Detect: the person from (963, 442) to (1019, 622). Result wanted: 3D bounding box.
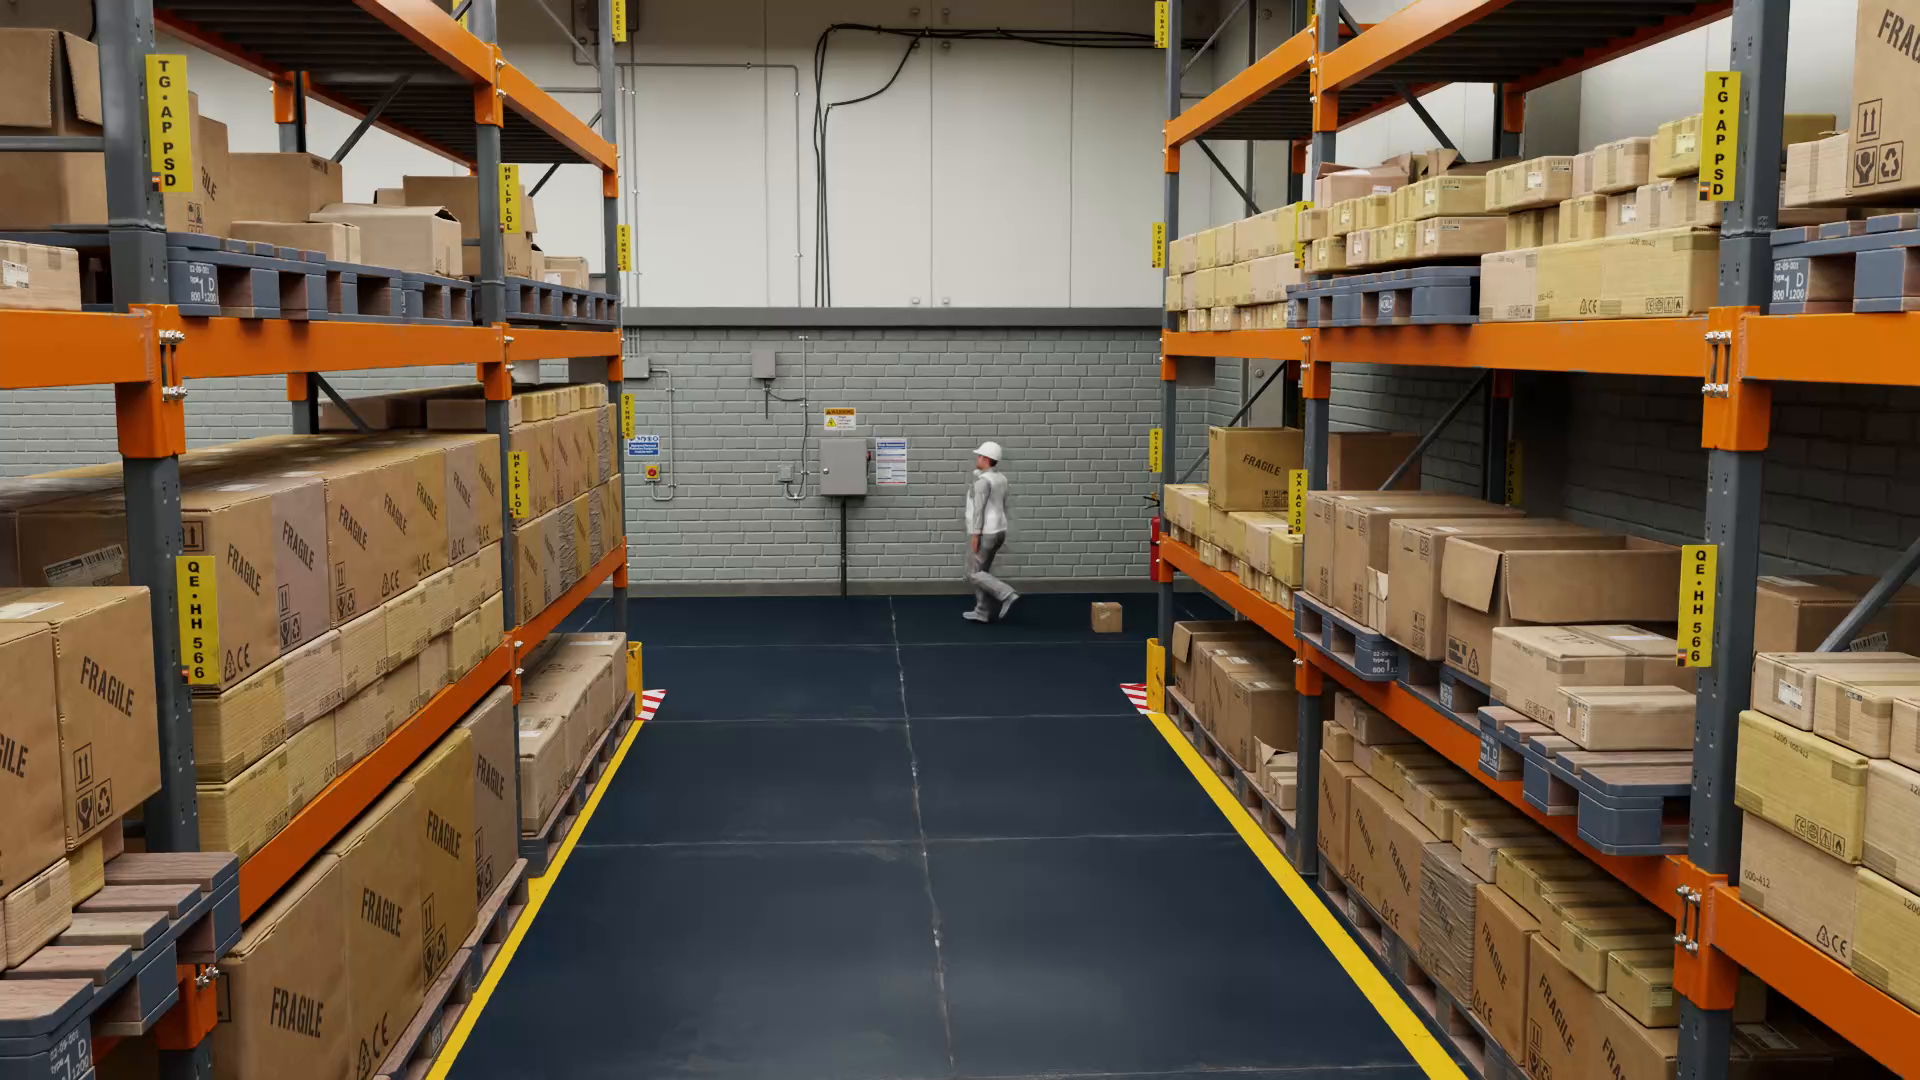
[{"bbox_3d":[0.300,-0.070,16.098,0.670,1.759,0.539,4,8,27],"label":"person"}]
